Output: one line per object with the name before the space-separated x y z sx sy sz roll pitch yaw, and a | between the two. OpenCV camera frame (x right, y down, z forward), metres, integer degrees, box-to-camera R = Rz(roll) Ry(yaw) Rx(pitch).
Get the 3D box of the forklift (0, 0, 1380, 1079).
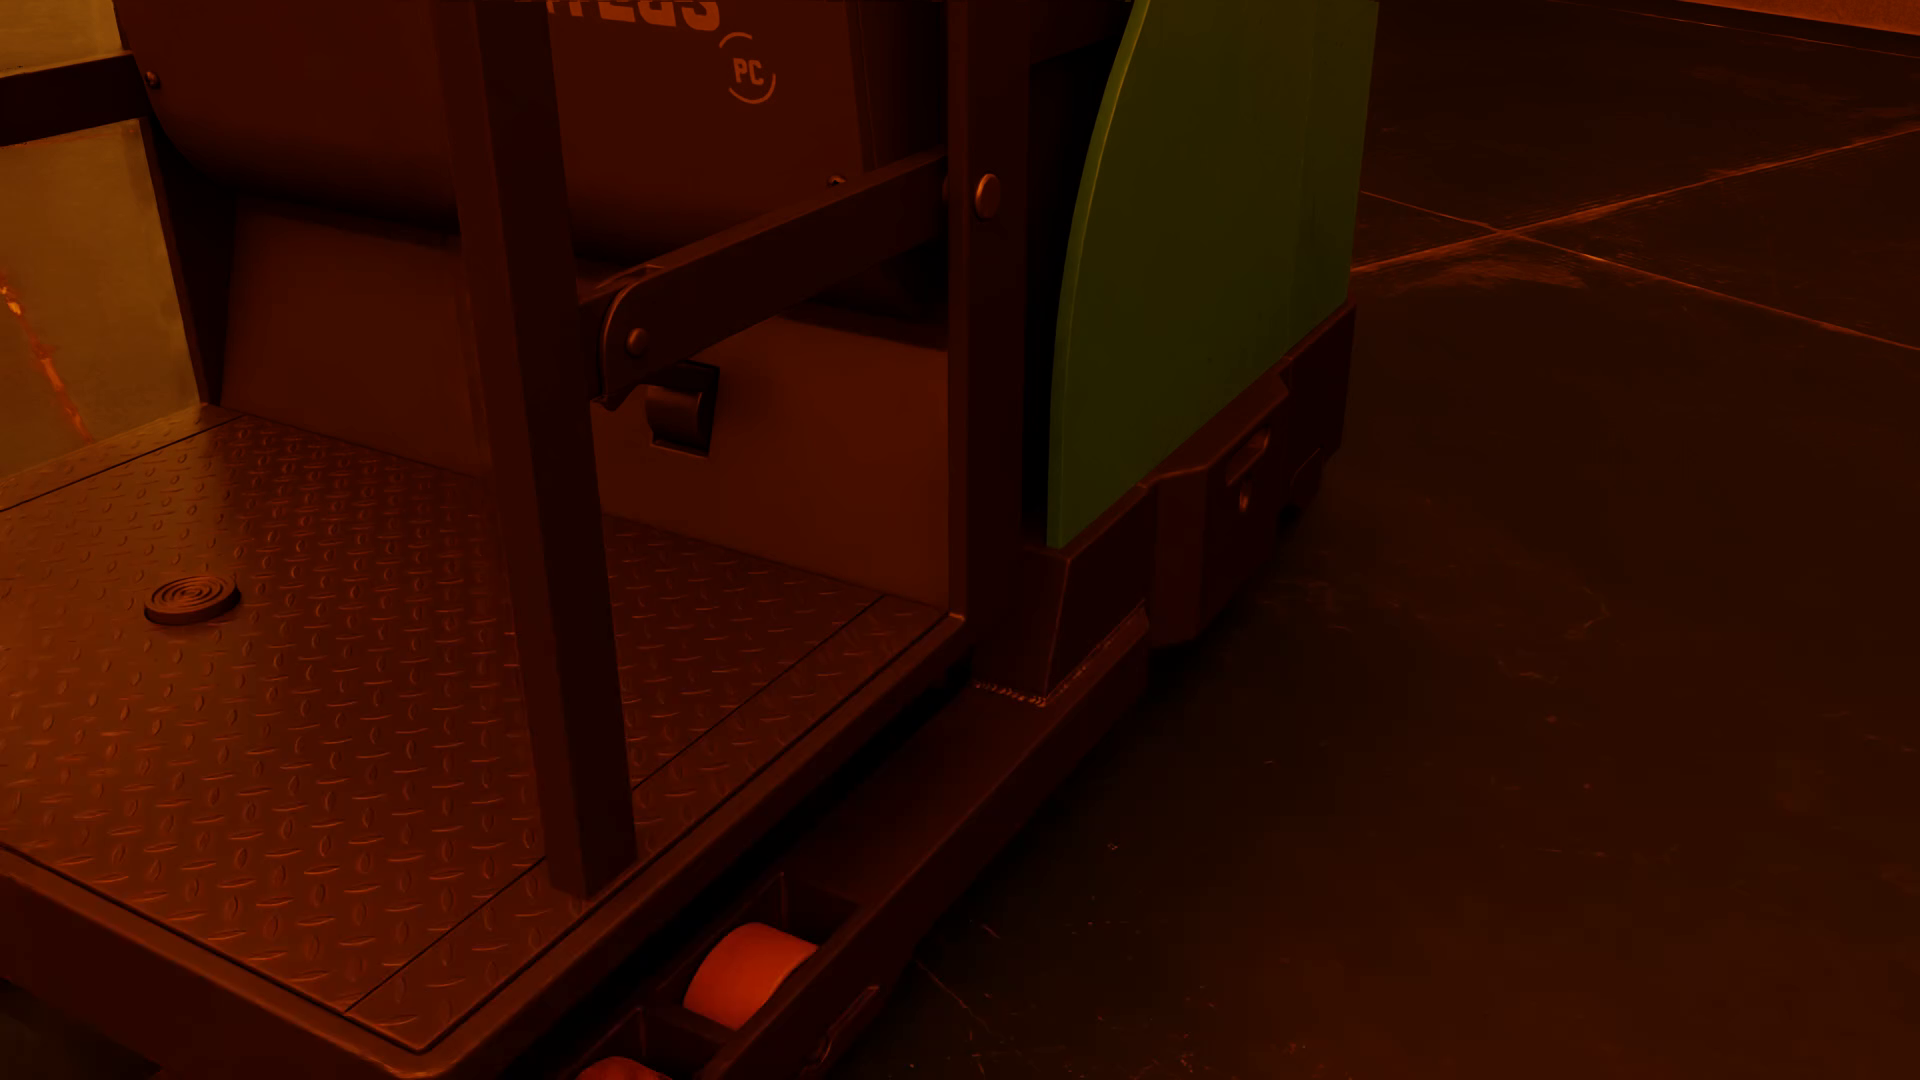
forklift | -0.563 -0.958 1.142 1.130 2.935 3.031 14 30 27
